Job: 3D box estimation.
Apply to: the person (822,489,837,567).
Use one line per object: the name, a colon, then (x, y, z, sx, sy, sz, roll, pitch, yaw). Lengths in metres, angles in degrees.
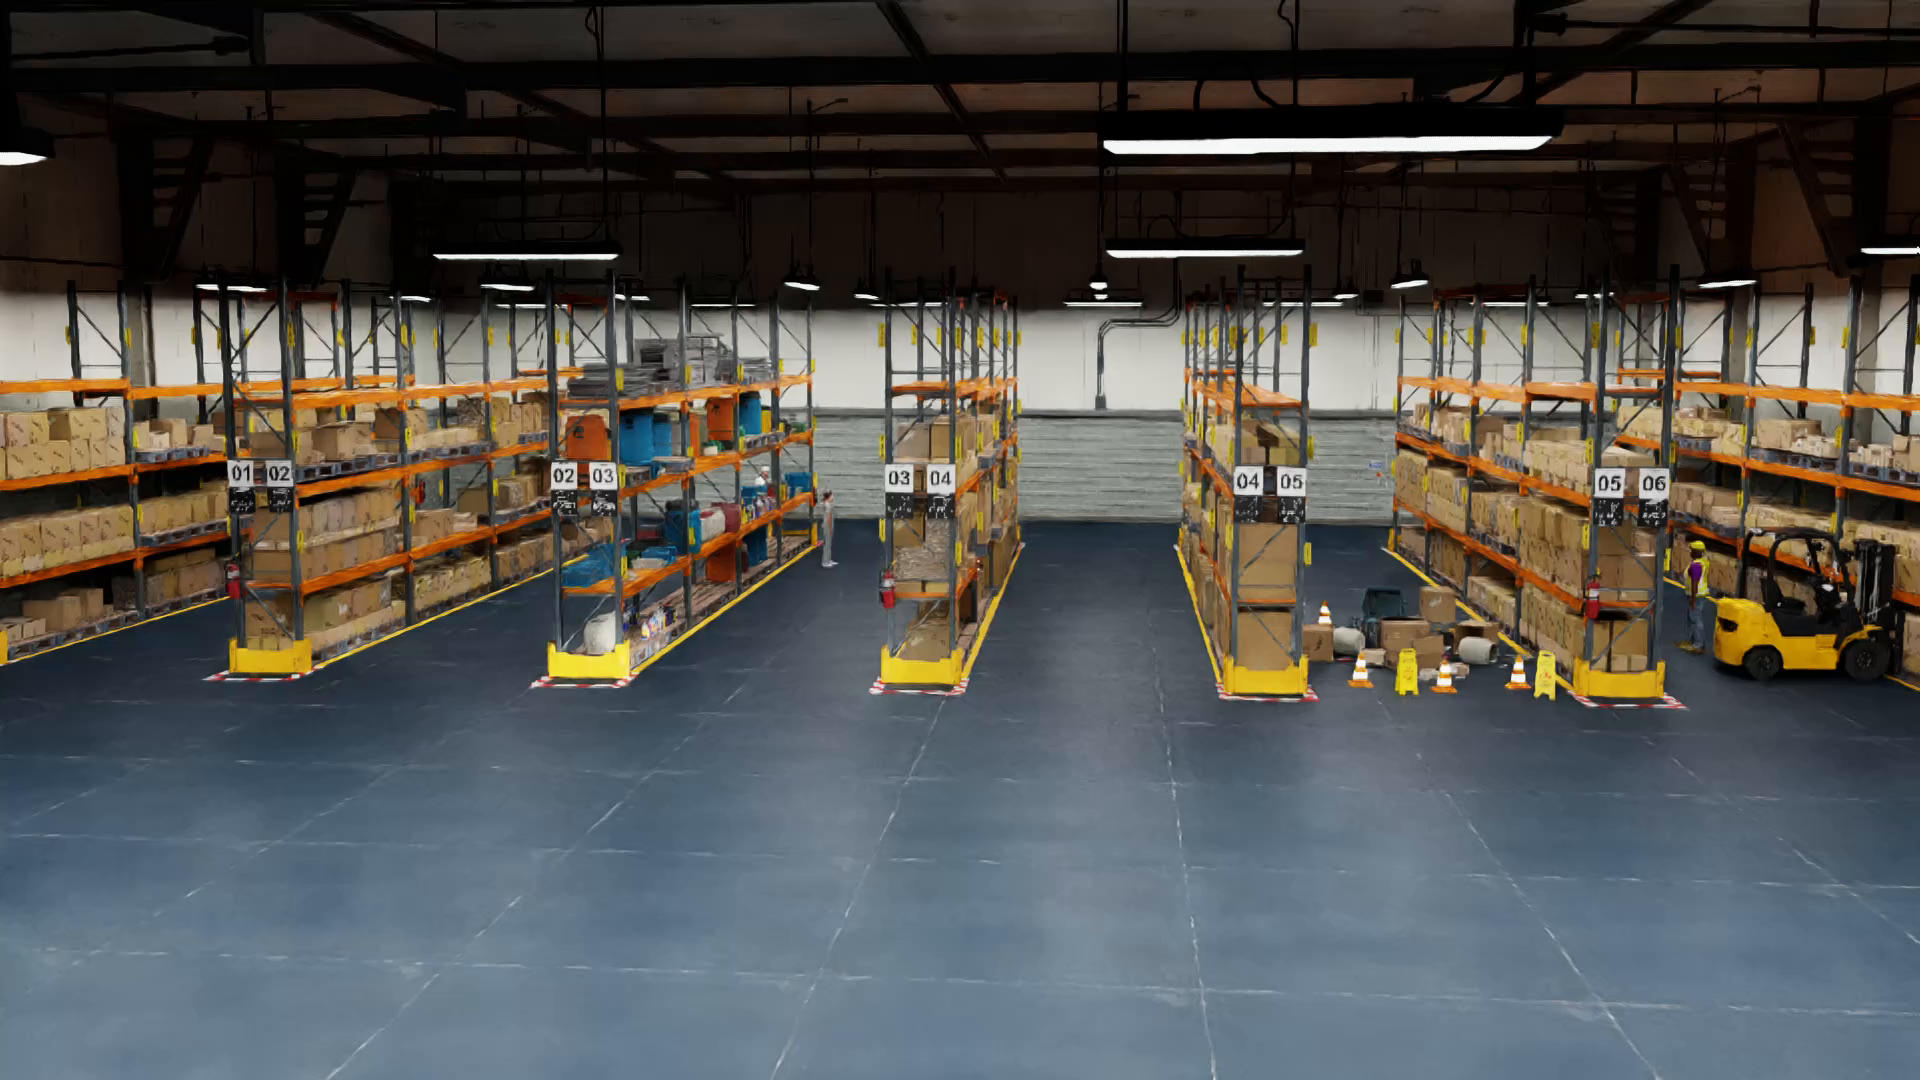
person: (-2.873, -0.271, 36.485, 0.359, 1.682, 0.530, -1, 7, -9)

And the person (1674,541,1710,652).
person: (11.717, 0.885, 26.610, 0.503, 1.764, 0.624, 5, 8, 34)

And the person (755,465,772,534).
person: (-5.104, -1.026, 42.467, 0.715, 1.758, 0.520, -5, 9, -37)

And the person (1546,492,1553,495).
person: (13.018, -0.369, 36.831, 0.544, 1.788, 0.626, 3, 8, 22)
